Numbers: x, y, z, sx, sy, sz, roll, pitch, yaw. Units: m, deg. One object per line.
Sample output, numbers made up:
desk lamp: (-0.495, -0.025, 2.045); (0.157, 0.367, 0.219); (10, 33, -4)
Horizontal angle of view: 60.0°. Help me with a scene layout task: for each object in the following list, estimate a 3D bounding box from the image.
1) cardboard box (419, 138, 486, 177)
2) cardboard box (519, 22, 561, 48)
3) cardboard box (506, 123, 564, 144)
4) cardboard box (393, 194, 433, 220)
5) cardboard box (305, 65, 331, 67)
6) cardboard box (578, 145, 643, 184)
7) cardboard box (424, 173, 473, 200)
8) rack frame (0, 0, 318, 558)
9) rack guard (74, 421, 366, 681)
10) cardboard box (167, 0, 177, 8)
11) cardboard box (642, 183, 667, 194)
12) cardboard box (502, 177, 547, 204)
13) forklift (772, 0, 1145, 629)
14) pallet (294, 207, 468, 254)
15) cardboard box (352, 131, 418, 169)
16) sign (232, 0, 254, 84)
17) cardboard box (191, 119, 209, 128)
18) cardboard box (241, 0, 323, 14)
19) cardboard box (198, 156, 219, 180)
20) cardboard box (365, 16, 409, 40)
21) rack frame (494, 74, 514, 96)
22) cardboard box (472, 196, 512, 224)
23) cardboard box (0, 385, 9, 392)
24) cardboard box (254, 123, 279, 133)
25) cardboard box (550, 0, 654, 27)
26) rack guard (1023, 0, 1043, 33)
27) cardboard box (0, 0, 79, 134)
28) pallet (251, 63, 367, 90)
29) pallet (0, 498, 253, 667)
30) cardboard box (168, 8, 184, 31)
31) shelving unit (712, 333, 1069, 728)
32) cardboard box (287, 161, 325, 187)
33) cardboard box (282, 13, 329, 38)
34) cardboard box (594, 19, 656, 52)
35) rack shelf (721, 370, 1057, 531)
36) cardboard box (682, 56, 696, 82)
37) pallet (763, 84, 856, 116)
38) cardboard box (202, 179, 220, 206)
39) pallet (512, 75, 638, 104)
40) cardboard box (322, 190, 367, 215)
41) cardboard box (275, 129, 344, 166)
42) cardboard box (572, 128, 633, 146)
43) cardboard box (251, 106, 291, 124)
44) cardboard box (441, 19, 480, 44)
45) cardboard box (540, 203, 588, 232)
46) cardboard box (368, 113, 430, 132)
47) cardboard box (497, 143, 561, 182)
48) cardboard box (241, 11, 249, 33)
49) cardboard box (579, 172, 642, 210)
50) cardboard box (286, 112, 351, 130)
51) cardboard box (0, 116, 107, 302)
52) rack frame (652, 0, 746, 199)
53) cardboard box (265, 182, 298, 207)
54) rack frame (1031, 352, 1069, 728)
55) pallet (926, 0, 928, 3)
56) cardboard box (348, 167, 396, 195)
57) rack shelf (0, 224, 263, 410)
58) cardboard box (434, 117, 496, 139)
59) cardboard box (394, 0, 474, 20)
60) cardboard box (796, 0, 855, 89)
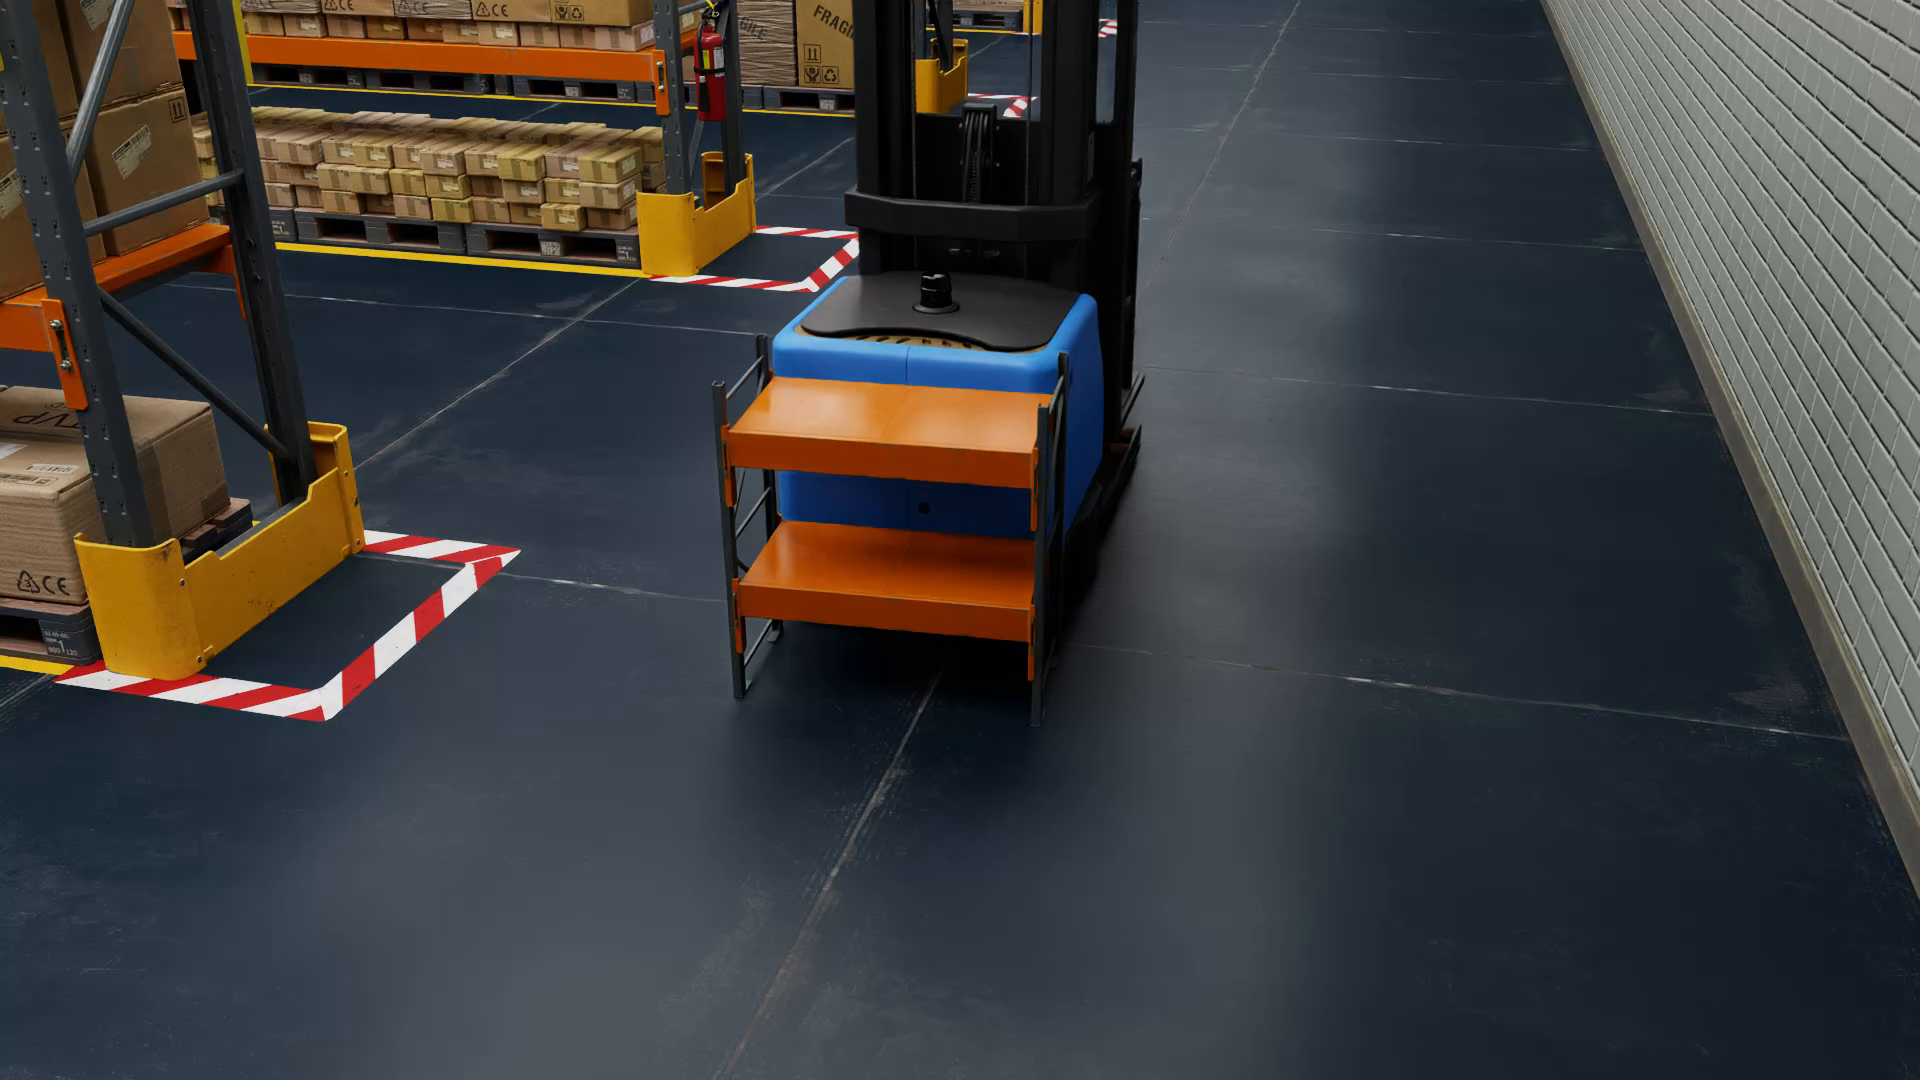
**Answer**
cardboard box: (-3.176, -2.405, 10.449); (0.250, 0.149, 0.380); (7, 26, 15)
cardboard box: (-2.444, -3.065, 9.990); (0.250, 0.149, 0.380); (6, 26, 12)
cardboard box: (-2.773, -2.618, 10.896); (0.250, 0.149, 0.380); (5, 26, 10)
cardboard box: (-3.415, -2.179, 10.666); (0.250, 0.149, 0.380); (7, 26, 14)
cardboard box: (-5.611, -5.066, 15.885); (0.875, 0.875, 1.225); (5, 26, 11)
cardboard box: (-2.156, -2.320, 10.270); (0.250, 0.149, 0.380); (7, 26, 14)
cardboard box: (-3.171, -2.277, 10.526); (0.250, 0.149, 0.380); (7, 26, 14)
rack frame: (-2.715, -1.126, 5.626); (0.127, 3.000, 1.000); (6, 26, 13)
rack guard: (-2.692, 0.005, 6.158); (0.348, 0.500, 1.175); (6, 26, 13)
cardboard box: (-5.037, -3.648, 10.460); (0.500, 0.500, 0.500); (6, 26, 12)
cardboard box: (-2.008, -2.290, 10.898); (0.250, 0.149, 0.380); (7, 26, 14)
cardboard box: (-2.666, -2.227, 10.421); (0.250, 0.149, 0.380); (5, 26, 11)
forklift: (0.193, -1.617, 6.738); (1.130, 2.935, 3.031); (6, 26, 13)
pallet: (-3.609, -2.180, 11.084); (1.213, 0.211, 1.003); (6, 26, 13)
cardboard box: (-3.665, -2.496, 10.639); (0.250, 0.149, 0.380); (6, 26, 13)
sign: (-2.571, -1.783, 5.907); (0.005, 0.325, 0.100); (6, 26, 13)
cardboard box: (-5.172, -2.674, 11.013); (0.250, 0.149, 0.380); (7, 26, 15)
cardboard box: (-4.077, -3.529, 10.210); (0.500, 0.500, 0.500); (6, 26, 12)
cardboard box: (-4.915, -2.501, 10.996); (0.250, 0.149, 0.380); (6, 26, 13)
cardboard box: (-3.453, -3.198, 10.270); (0.250, 0.149, 0.380); (7, 26, 14)
rack frame: (-4.121, -5.680, 15.191); (0.127, 3.000, 1.000); (6, 26, 13)
cardboard box: (-2.893, -2.140, 10.584); (0.250, 0.149, 0.380); (7, 26, 14)
cardboard box: (-4.267, -0.283, 6.346); (0.875, 0.438, 0.875); (7, 26, 14)
cardboard box: (-4.663, -2.613, 10.885); (0.250, 0.149, 0.380); (6, 26, 12)
cardboard box: (-2.079, -3.318, 9.768); (0.500, 0.500, 0.500); (7, 26, 14)
rack guard: (1.013, -6.188, 19.166); (0.348, 0.500, 1.175); (6, 26, 13)
cardboard box: (-3.241, -1.575, 5.290); (0.500, 0.500, 0.500); (7, 26, 15)
pallet: (-6.072, -4.602, 16.171); (1.213, 0.211, 1.003); (6, 26, 13)
pallet: (-3.509, 0.080, 6.337); (1.213, 0.211, 1.003); (6, 26, 13)
cardboard box: (-4.992, -3.349, 10.588); (0.250, 0.149, 0.380); (7, 26, 15)
shelving unit: (-0.206, -0.038, 5.515); (1.048, 1.125, 0.538); (5, 26, 10)
cardboard box: (-4.149, -2.421, 10.827); (0.250, 0.149, 0.380); (8, 26, 15)
cardboard box: (-3.973, -3.225, 10.328); (0.250, 0.149, 0.380); (7, 26, 15)
cardboard box: (-1.966, -3.002, 9.858); (0.250, 0.149, 0.380); (6, 26, 13)
rack shelf: (-0.206, -0.301, 5.386); (1.000, 0.278, 0.538); (5, 26, 10)
cardboard box: (-2.630, -4.710, 15.137); (0.875, 0.875, 0.875); (6, 26, 13)
pallet: (-1.041, -4.046, 15.003); (1.213, 0.211, 1.003); (6, 26, 13)
cardboard box: (-4.924, -2.327, 10.977); (0.250, 0.149, 0.380); (7, 26, 15)
pallet: (-3.404, -4.307, 15.551); (1.213, 0.211, 1.003); (6, 26, 13)
cardboard box: (-3.914, -2.234, 10.780); (0.250, 0.149, 0.380); (6, 26, 12)
cardboard box: (-4.178, -2.534, 10.718); (0.250, 0.149, 0.380); (7, 26, 14)
cardboard box: (-2.300, -2.546, 10.744); (0.250, 0.149, 0.380); (7, 26, 14)
cardboard box: (-4.787, -2.857, 11.396); (0.250, 0.149, 0.380); (7, 26, 14)
cardboard box: (-2.945, -3.123, 10.112); (0.250, 0.149, 0.380); (5, 26, 11)
cardboard box: (-2.416, -2.055, 10.405); (0.250, 0.149, 0.380); (7, 26, 15)
cardboard box: (-3.763, -2.758, 11.190); (0.250, 0.149, 0.380); (5, 26, 11)
cardboard box: (-2.667, -2.346, 10.323); (0.250, 0.149, 0.380); (6, 26, 12)
cardboard box: (-4.459, -3.311, 10.508); (0.250, 0.149, 0.380); (5, 26, 11)
cardboard box: (-2.162, -2.172, 10.305); (0.250, 0.149, 0.380); (6, 26, 12)
cardboard box: (-4.312, -2.773, 11.220); (0.250, 0.149, 0.380); (7, 26, 15)
cardboard box: (-3.248, -1.113, 5.482); (0.500, 0.500, 0.500); (6, 26, 13)
rack frame: (-1.580, -3.198, 9.978); (0.127, 3.000, 1.000); (6, 26, 13)
cardboard box: (-4.412, -2.316, 10.953); (0.250, 0.149, 0.380); (6, 26, 12)
rack frame: (0.294, 0.002, 5.430); (0.032, 1.125, 0.500); (5, 26, 10)
pallet: (-0.980, -6.291, 19.718); (1.213, 0.211, 1.003); (6, 26, 13)
cardboard box: (-3.688, -2.330, 10.637); (0.250, 0.149, 0.380); (7, 26, 14)
rack shelf: (-4.652, -1.016, 6.231); (4.000, 0.370, 1.077); (6, 26, 13)
cardboard box: (-3.282, -2.699, 11.066); (0.250, 0.149, 0.380); (7, 26, 14)
cardboard box: (-3.070, -3.426, 9.994); (0.500, 0.500, 0.500); (6, 26, 13)
cardboard box: (-0.886, -4.517, 14.732); (0.875, 0.875, 0.875); (6, 26, 13)
